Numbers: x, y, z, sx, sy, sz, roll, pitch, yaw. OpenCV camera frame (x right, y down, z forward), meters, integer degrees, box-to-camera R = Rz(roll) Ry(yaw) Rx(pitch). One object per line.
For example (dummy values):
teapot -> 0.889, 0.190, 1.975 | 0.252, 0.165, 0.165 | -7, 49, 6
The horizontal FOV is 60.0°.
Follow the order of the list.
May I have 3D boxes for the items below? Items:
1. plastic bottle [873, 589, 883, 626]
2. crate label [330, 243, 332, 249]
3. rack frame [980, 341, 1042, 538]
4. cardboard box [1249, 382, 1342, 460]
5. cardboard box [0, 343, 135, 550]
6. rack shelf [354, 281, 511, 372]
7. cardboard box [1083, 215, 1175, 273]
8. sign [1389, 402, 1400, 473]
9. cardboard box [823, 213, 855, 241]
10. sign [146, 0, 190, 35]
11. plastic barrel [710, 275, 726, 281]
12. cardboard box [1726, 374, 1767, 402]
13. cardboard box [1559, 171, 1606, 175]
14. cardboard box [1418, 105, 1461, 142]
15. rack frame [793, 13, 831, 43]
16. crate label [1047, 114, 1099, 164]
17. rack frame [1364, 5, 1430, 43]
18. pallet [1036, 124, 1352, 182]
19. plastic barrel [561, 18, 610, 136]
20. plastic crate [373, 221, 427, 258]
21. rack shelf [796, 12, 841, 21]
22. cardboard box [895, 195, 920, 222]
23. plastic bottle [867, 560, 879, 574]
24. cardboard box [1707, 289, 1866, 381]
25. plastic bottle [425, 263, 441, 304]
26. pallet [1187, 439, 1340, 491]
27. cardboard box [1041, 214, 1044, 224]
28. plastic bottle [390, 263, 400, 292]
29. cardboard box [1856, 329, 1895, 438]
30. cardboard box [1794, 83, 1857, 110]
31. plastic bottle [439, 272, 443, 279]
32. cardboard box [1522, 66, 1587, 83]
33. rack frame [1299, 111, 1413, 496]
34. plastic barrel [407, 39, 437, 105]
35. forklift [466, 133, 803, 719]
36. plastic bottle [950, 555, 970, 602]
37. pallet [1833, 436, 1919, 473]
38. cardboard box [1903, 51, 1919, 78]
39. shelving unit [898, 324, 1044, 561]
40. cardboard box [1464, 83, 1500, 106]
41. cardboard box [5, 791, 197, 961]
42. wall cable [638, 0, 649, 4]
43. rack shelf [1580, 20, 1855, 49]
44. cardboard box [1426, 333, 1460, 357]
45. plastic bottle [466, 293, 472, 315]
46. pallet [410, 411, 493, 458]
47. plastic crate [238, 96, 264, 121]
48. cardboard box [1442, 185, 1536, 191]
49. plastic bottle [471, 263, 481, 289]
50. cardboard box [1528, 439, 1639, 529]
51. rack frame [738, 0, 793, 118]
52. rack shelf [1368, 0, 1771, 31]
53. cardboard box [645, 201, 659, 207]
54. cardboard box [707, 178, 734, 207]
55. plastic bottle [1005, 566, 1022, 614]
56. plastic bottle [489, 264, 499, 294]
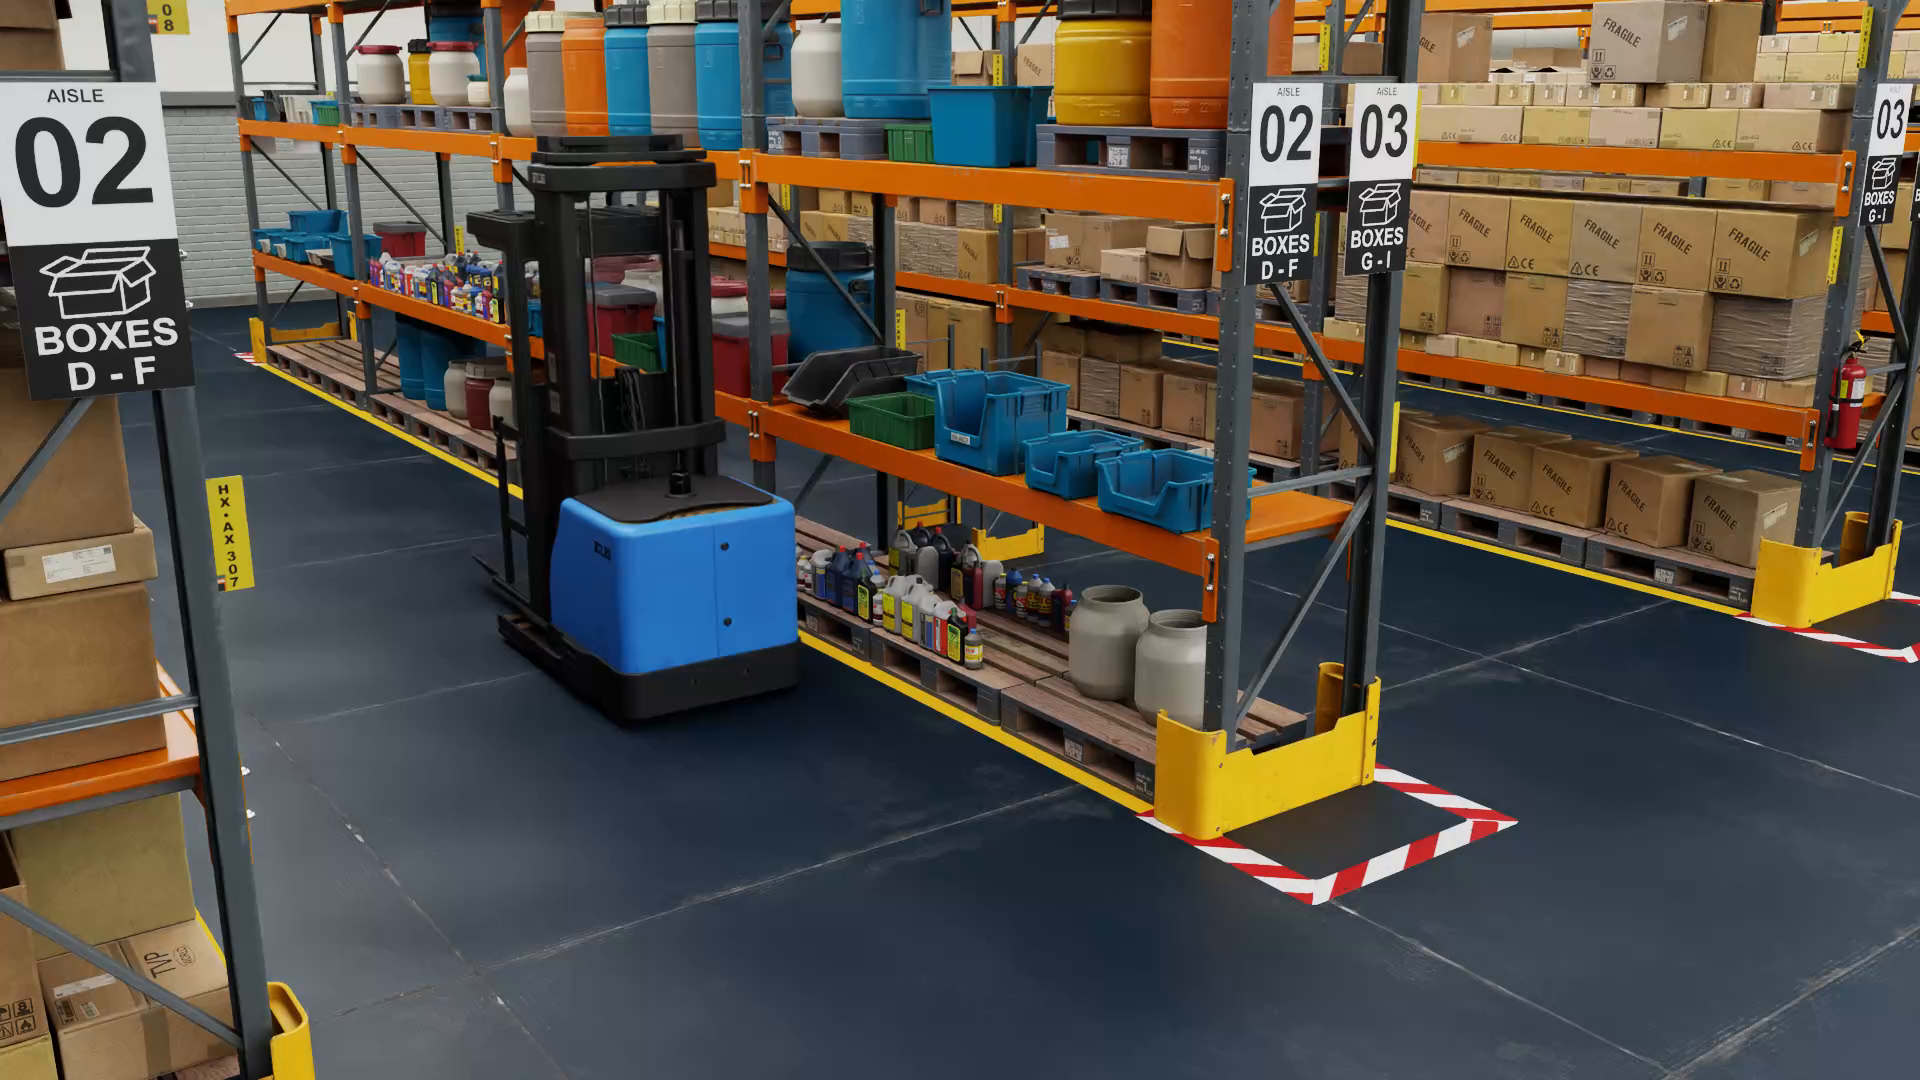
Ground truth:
plastic bottle -> -0.448, 0.380, 9.473 | 0.097, 0.201, 0.097 | 0, 15, 0
crate label -> -6.933, -3.297, 18.826 | 0.396, 0.136, 0.243 | -11, 19, -35
rack frame -> 0.349, -0.597, 11.415 | 0.500, 1.500, 0.032 | -11, 19, -35
cardboard box -> 2.817, -1.008, 13.980 | 0.700, 0.500, 0.500 | -13, 20, -39
cardboard box -> -2.798, -0.263, 4.709 | 0.700, 0.500, 0.500 | -11, 19, -34
rack shelf -> -4.374, -2.033, 15.184 | 1.077, 0.370, 4.000 | -11, 19, -35
cardboard box -> 1.568, -2.759, 15.491 | 0.700, 0.500, 0.500 | -8, 17, -26
sign -> 1.954, -0.462, 7.559 | 0.100, 0.325, 0.005 | -11, 19, -35
cardboard box -> -1.179, -3.380, 18.553 | 0.500, 0.500, 0.500 | -11, 19, -34
sign -> -2.050, -1.468, 4.269 | 0.100, 0.325, 0.005 | -11, 19, -35
plastic barrel -> -1.917, -1.651, 12.171 | 0.433, 0.535, 0.433 | 0, 15, 0
cardboard box -> 5.031, -0.974, 10.430 | 0.380, 0.149, 0.250 | -11, 19, -35
cardboard box -> 8.309, -4.860, 22.067 | 0.500, 0.500, 0.500 | -11, 19, -36
cardboard box -> 3.533, -2.994, 11.934 | 0.500, 0.250, 0.500 | -11, 19, -35
rack frame -> -1.543, -6.469, 18.666 | 1.000, 3.000, 0.127 | -11, 19, -35
crate label -> 0.673, -2.070, 8.558 | 0.502, 0.251, 0.408 | -11, 19, -35
rack frame -> 4.880, -6.363, 18.279 | 1.000, 3.000, 0.127 | -11, 19, -35
pallet -> 1.099, -1.792, 7.617 | 1.003, 0.211, 1.213 | -11, 19, -35
plastic barrel -> -2.506, -3.258, 11.802 | 0.600, 0.830, 0.708 | -11, 19, -35
plastic crate -> -5.872, -3.096, 17.472 | 0.402, 0.464, 0.583 | -11, 19, -35
rack shelf -> -2.719, -6.356, 20.374 | 1.077, 0.370, 4.000 | -11, 19, -35
cardboard box -> -0.389, -3.694, 17.801 | 0.797, 0.503, 0.637 | -10, 18, -33
plastic bottle -> -0.524, 0.254, 9.800 | 0.097, 0.271, 0.097 | 0, 15, 0
cardboard box -> 5.211, -1.327, 10.488 | 0.875, 0.500, 0.500 | -11, 19, -35
plastic bottle -> -4.700, -2.302, 14.896 | 0.144, 0.351, 0.185 | -11, 19, -35
pallet -> 2.702, -0.688, 14.191 | 1.003, 0.211, 1.213 | -11, 19, -35
cardboard box -> 1.194, -4.550, 23.494 | 0.380, 0.149, 0.250 | -10, 18, -33
plastic bottle -> -5.324, -2.480, 15.698 | 0.097, 0.271, 0.097 | 0, 15, 0
cardboard box -> 8.078, -1.456, 14.944 | 0.875, 0.875, 0.875 | -11, 19, -34
cardboard box -> 5.097, -2.591, 9.707 | 0.380, 0.149, 0.250 | -11, 19, -35
plastic bottle -> -4.591, -2.238, 14.792 | 0.061, 0.283, 0.133 | -11, 19, -35
cardboard box -> 6.023, -4.610, 16.741 | 0.500, 0.311, 0.500 | -12, 19, -37
rack frame -> 3.161, -1.867, 13.217 | 1.000, 3.000, 0.127 | -11, 19, -35
plastic barrel -> -4.849, -4.384, 15.576 | 0.600, 0.588, 0.600 | 0, 15, 0
forklift -> -2.089, -0.829, 9.554 | 1.130, 2.935, 3.031 | -10, 18, -32
plastic bottle -> 0.001, 0.224, 9.889 | 0.061, 0.283, 0.133 | -11, 19, -35
pallet -> 8.337, -0.835, 14.729 | 1.003, 0.211, 1.213 | -11, 19, -35
cardboard box -> 8.186, -3.913, 13.746 | 0.500, 0.250, 0.500 | -11, 19, -34
shelving unit -> 0.045, -0.707, 11.819 | 0.587, 1.500, 1.083 | -11, 19, -35
cardboard box -> 3.722, -3.093, 11.542 | 0.380, 0.149, 0.250 | -11, 19, -36
cardboard box -> -2.934, 1.030, 5.623 | 0.500, 0.500, 0.500 | -11, 19, -35
wall cable -> -4.432, -10.617, 27.728 | 2.277, 5.999, 0.120 | -11, 19, -35
rack shelf -> 11.662, -7.812, 25.692 | 1.077, 0.370, 4.000 | -11, 19, -35
cardboard box -> 3.618, -1.437, 12.122 | 0.380, 0.149, 0.250 | -11, 19, -35
plastic bottle -> -4.141, -2.016, 14.137 | 0.097, 0.201, 0.097 | 0, 15, 0
pallet -> -4.408, -1.030, 15.439 | 1.003, 0.211, 1.213 | -11, 19, -35
plastic crate -> -7.900, -4.919, 18.933 | 0.497, 0.269, 0.590 | -11, 19, -35
cardboard box -> 3.943, -2.381, 12.448 | 0.500, 0.500, 0.500 | -11, 19, -35
plastic bottle -> -4.556, -2.473, 15.673 | 0.097, 0.271, 0.097 | 0, 15, 0
cardboard box -> 4.427, -0.405, 11.813 | 0.500, 0.500, 0.500 | -9, 18, -29
rack frame -> -0.846, -3.992, 9.616 | 1.000, 3.000, 0.127 | -11, 19, -35
rack shelf -> 6.056, -5.396, 16.867 | 1.077, 0.370, 4.000 | -11, 19, -35
cardboard box -> -3.831, -4.356, 22.032 | 0.500, 0.250, 0.500 | -11, 19, -36
cardboard box -> -3.228, -4.502, 21.142 | 0.500, 0.500, 0.500 | -11, 19, -36
plastic bottle -> 0.313, 0.286, 9.684 | 0.097, 0.271, 0.097 | 0, 15, 0
plastic bottle -> -4.330, -2.449, 15.577 | 0.152, 0.276, 0.135 | -11, 19, -35
